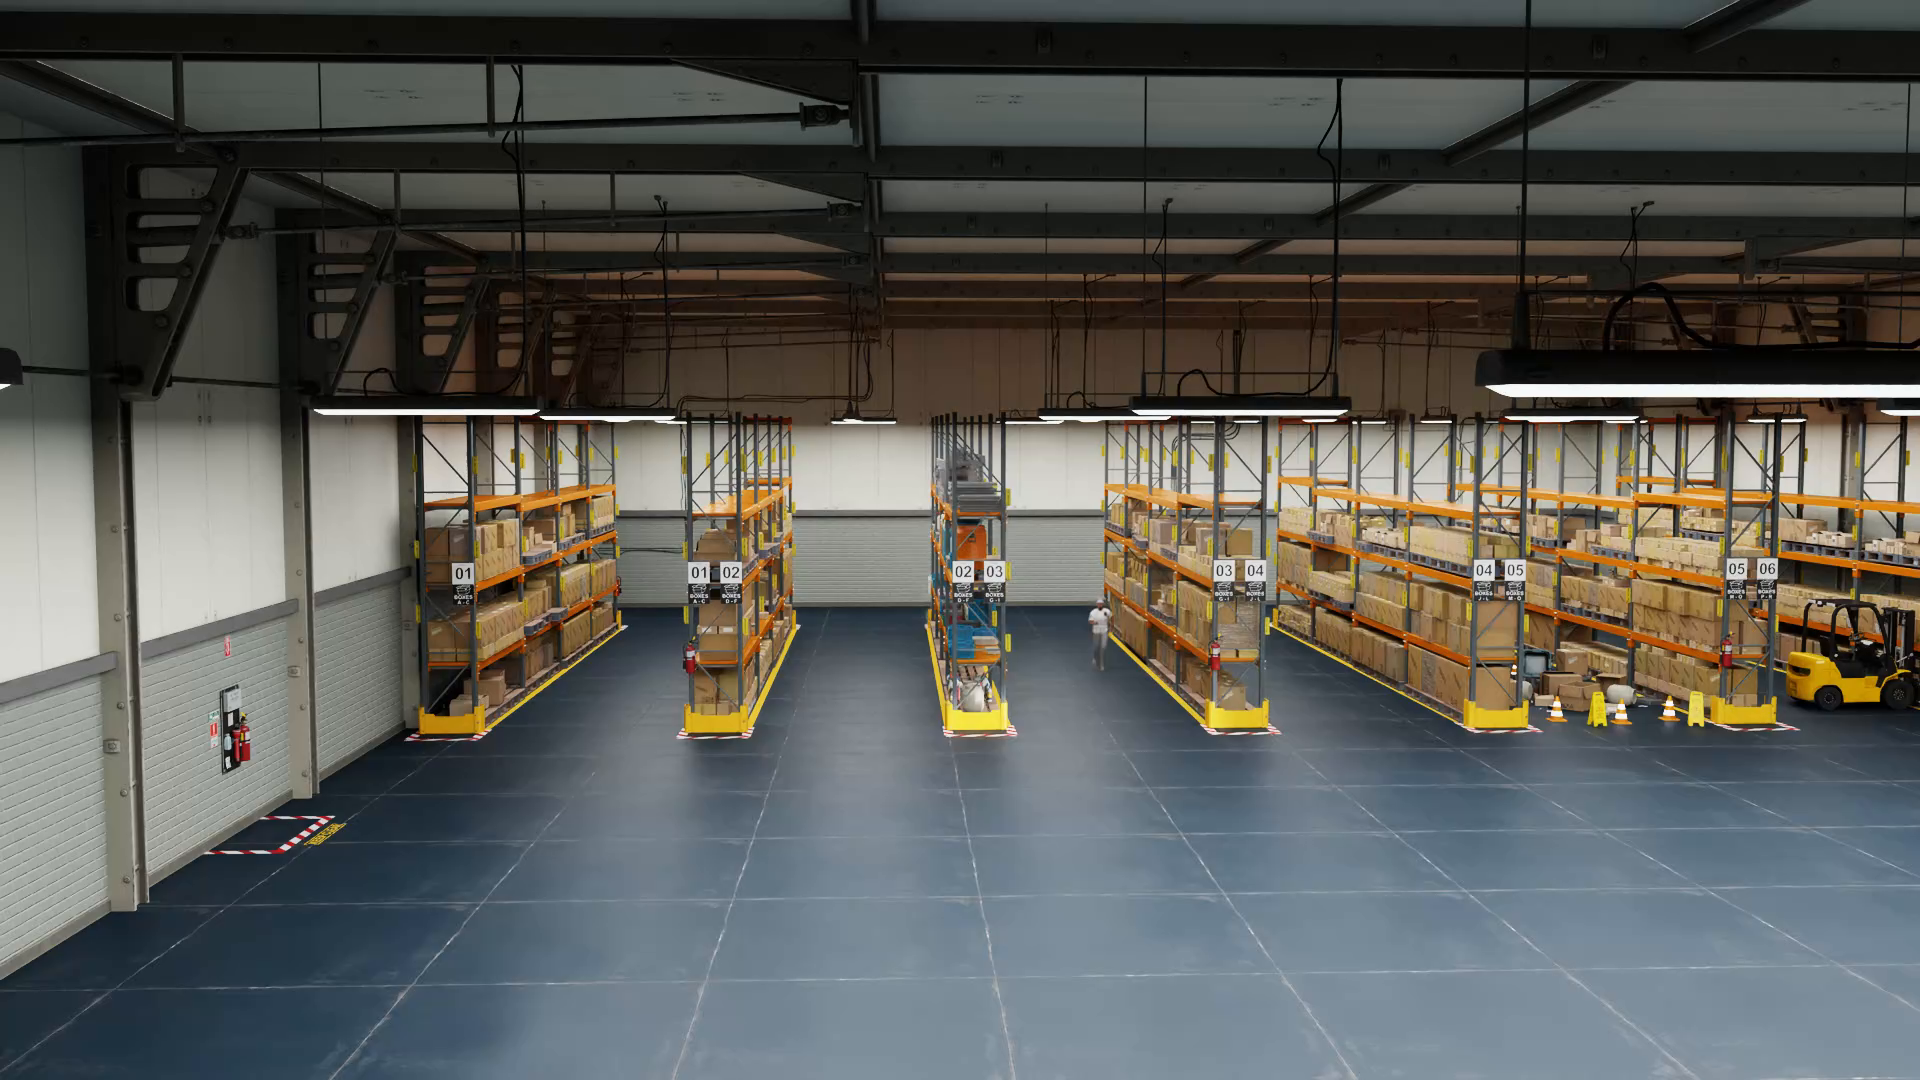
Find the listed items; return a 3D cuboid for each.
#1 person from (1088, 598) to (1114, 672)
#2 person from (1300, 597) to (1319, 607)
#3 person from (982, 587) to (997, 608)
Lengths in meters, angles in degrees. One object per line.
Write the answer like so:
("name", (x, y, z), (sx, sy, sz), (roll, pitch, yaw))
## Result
("person", (3.327, 2.209, 39.251), (0.599, 1.743, 0.894), (0, 4, 4))
("person", (10.742, 1.425, 50.732), (0.694, 1.758, 0.661), (-3, 5, -36))
("person", (0.793, 1.623, 48.228), (0.520, 1.629, 0.652), (3, 5, 36))
